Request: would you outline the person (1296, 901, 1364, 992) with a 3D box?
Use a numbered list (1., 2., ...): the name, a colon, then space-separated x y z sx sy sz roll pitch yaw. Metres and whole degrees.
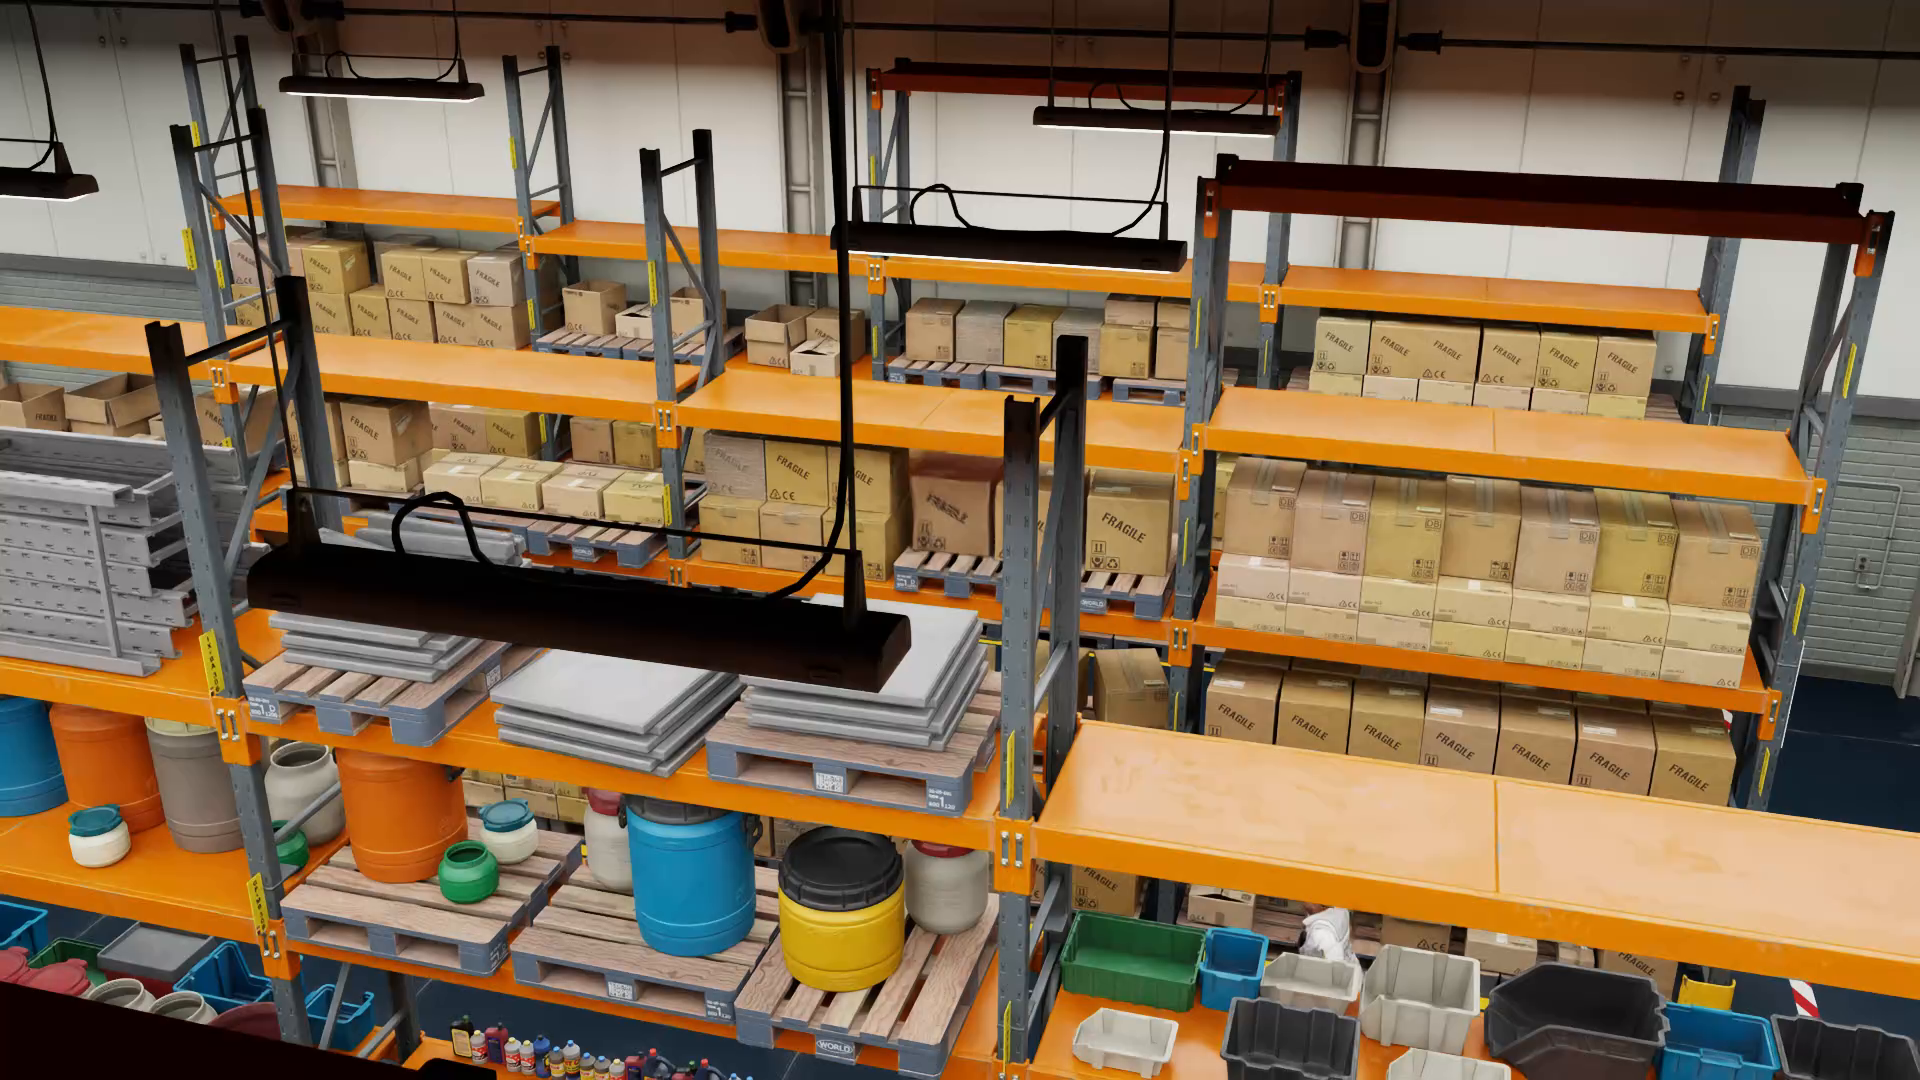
1. person: 2.528 3.039 11.263 0.731 1.694 0.702 10 25 23
